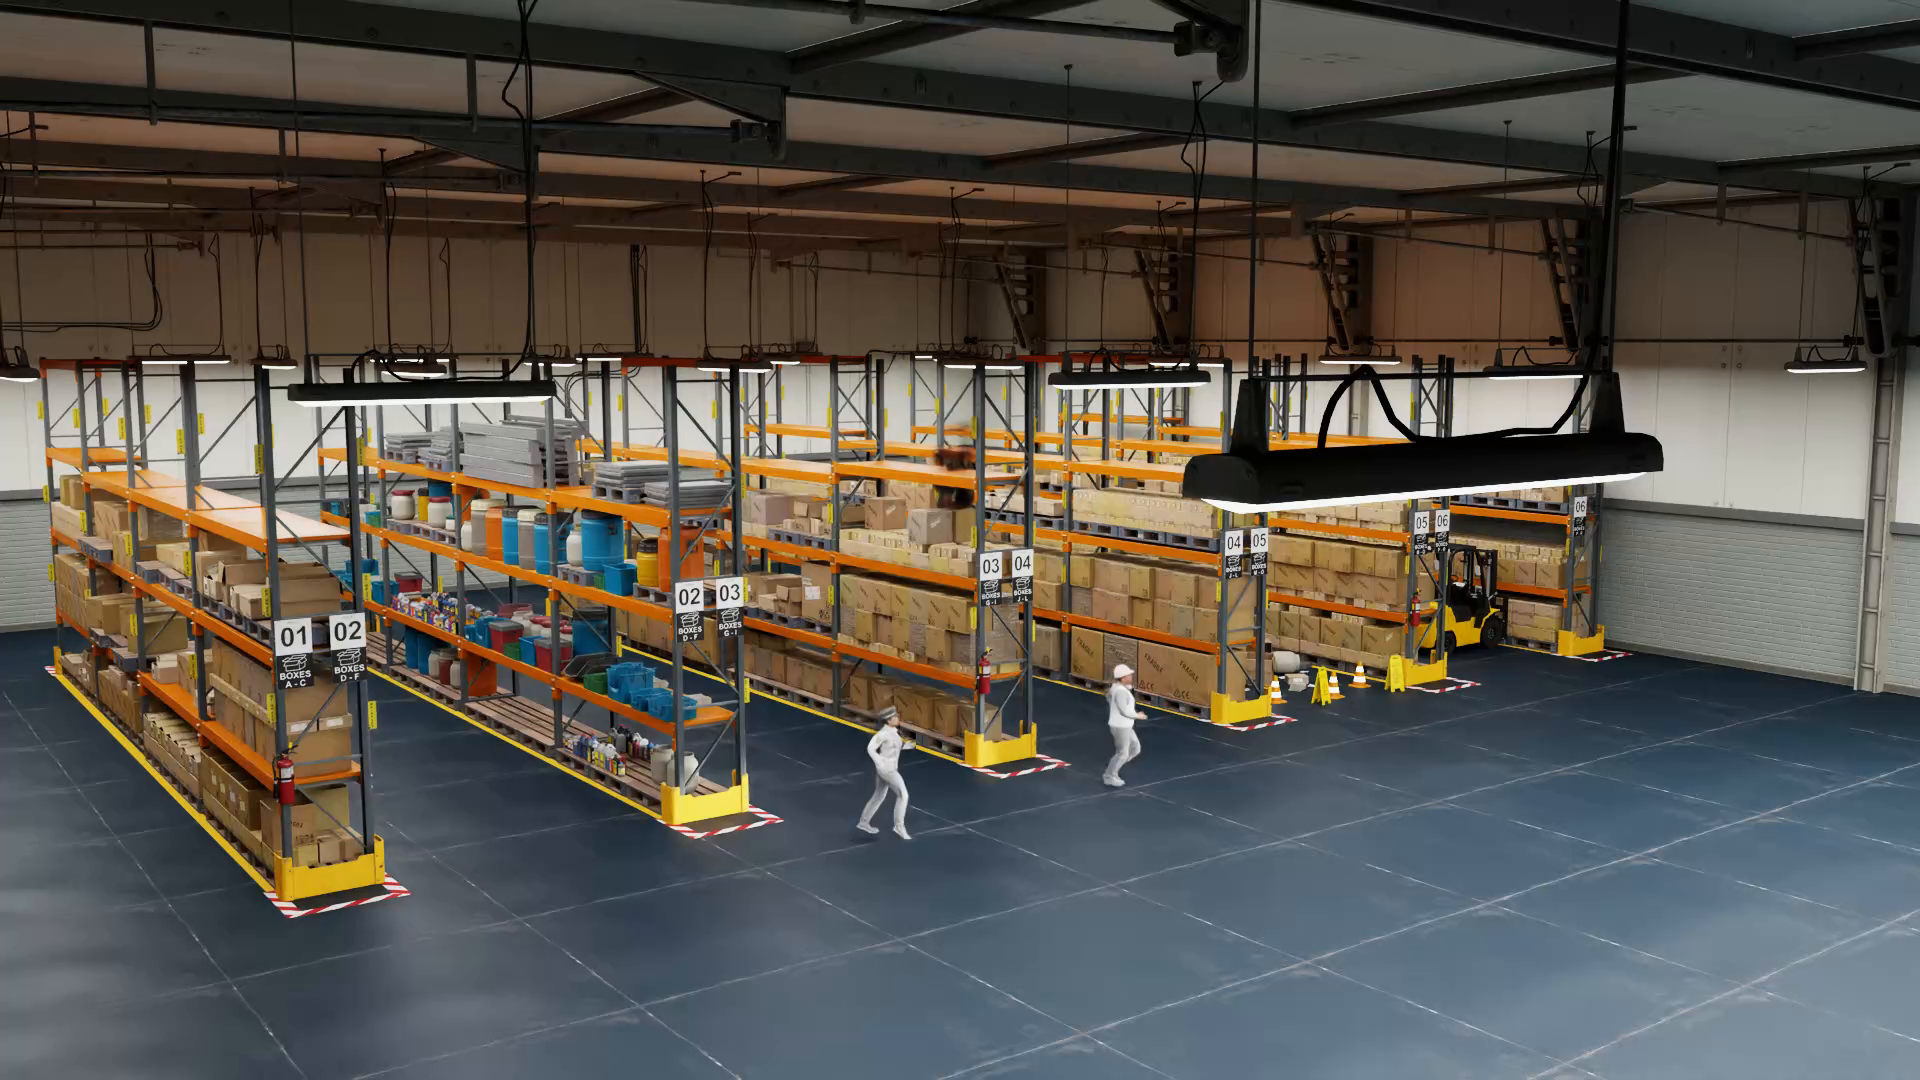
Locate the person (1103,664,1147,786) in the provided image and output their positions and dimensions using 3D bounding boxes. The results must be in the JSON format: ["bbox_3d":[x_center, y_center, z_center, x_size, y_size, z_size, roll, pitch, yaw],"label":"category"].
[{"bbox_3d":[2.347,2.624,23.653,0.626,1.741,0.680,0,7,4],"label":"person"}]

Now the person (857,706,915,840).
[{"bbox_3d":[-0.946,2.970,21.208,0.751,1.757,0.580,0,7,-4],"label":"person"}]
